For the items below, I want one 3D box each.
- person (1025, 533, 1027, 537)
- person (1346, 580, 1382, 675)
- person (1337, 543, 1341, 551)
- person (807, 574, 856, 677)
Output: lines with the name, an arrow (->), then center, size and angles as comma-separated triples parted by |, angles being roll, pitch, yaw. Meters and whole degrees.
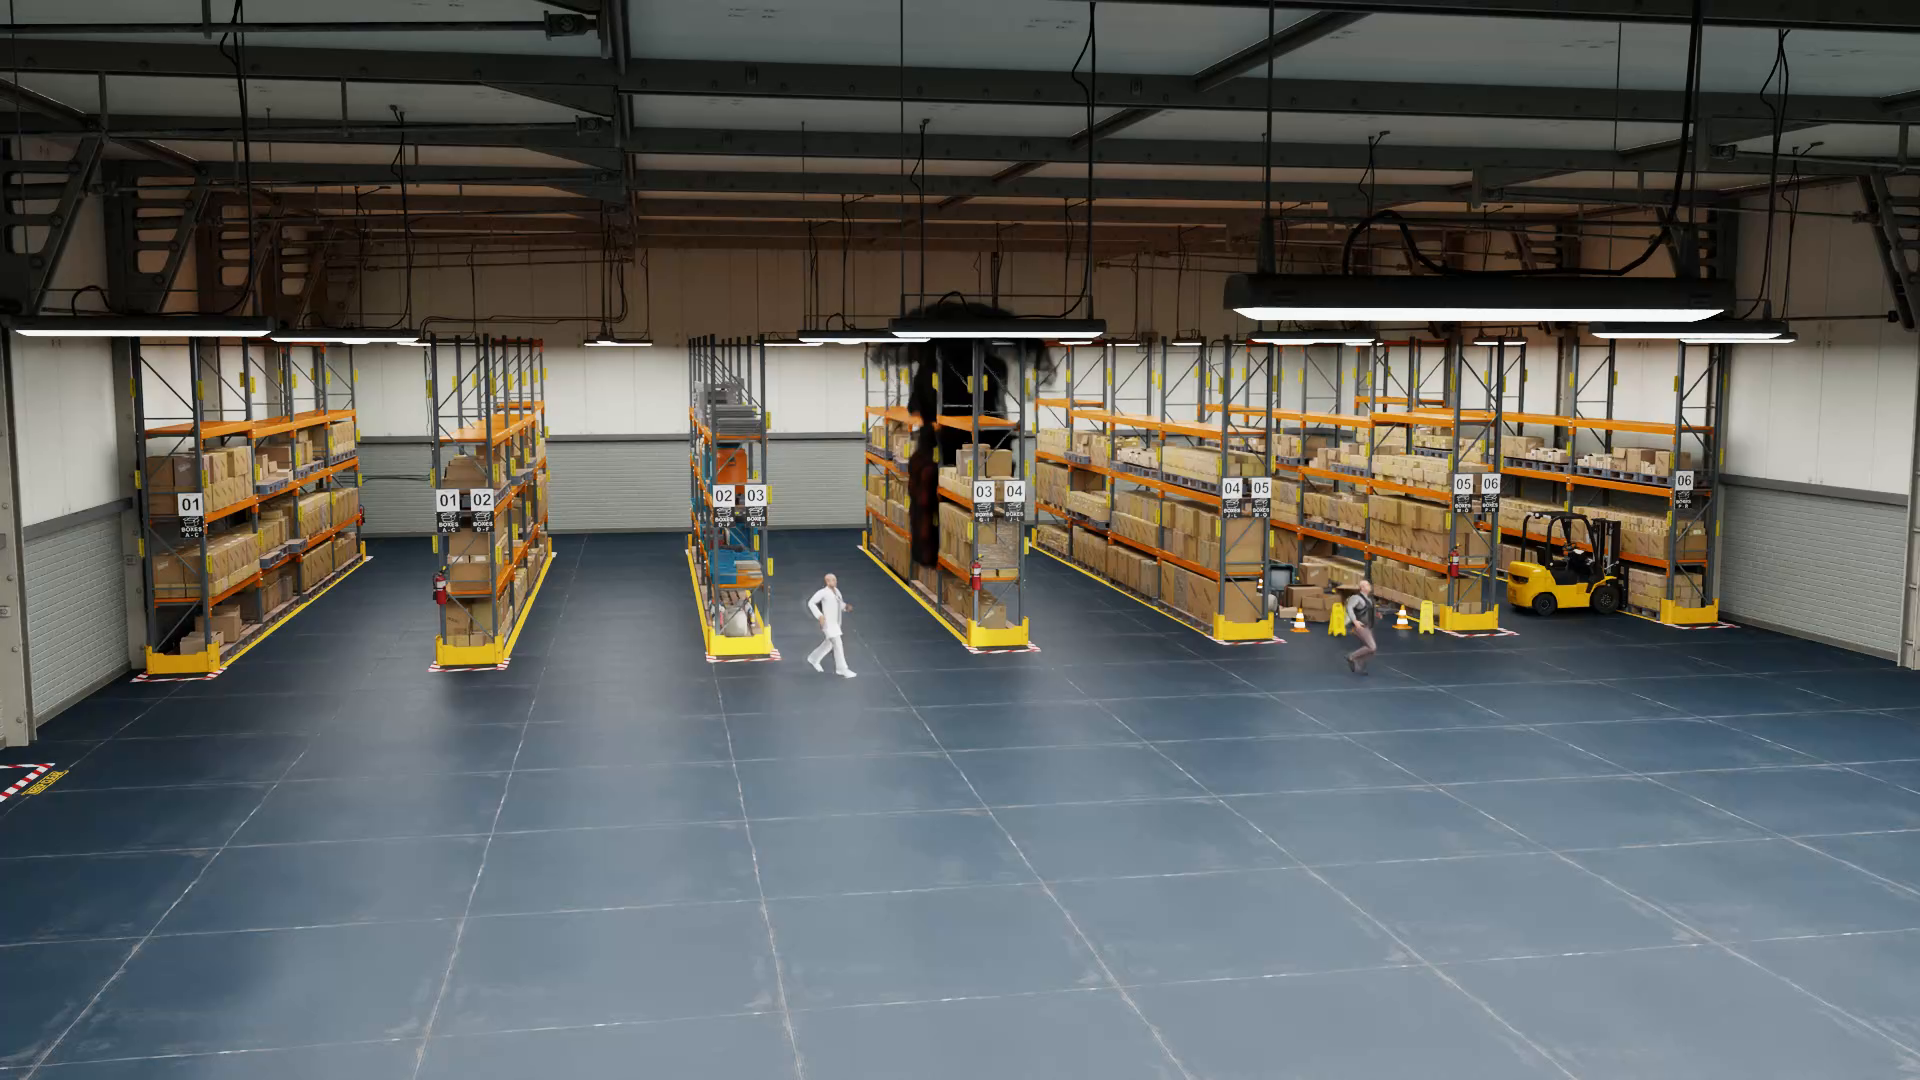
person -> 1.600, -0.825, 49.777 | 0.802, 1.747, 0.814 | 0, 7, -1
person -> 7.110, 1.545, 29.169 | 0.542, 1.694, 0.703 | 5, 8, 36
person -> 10.433, -0.433, 46.493 | 0.618, 1.698, 0.905 | -2, 7, -19
person -> -2.263, 1.509, 29.143 | 1.033, 1.708, 0.709 | 3, 7, 24
